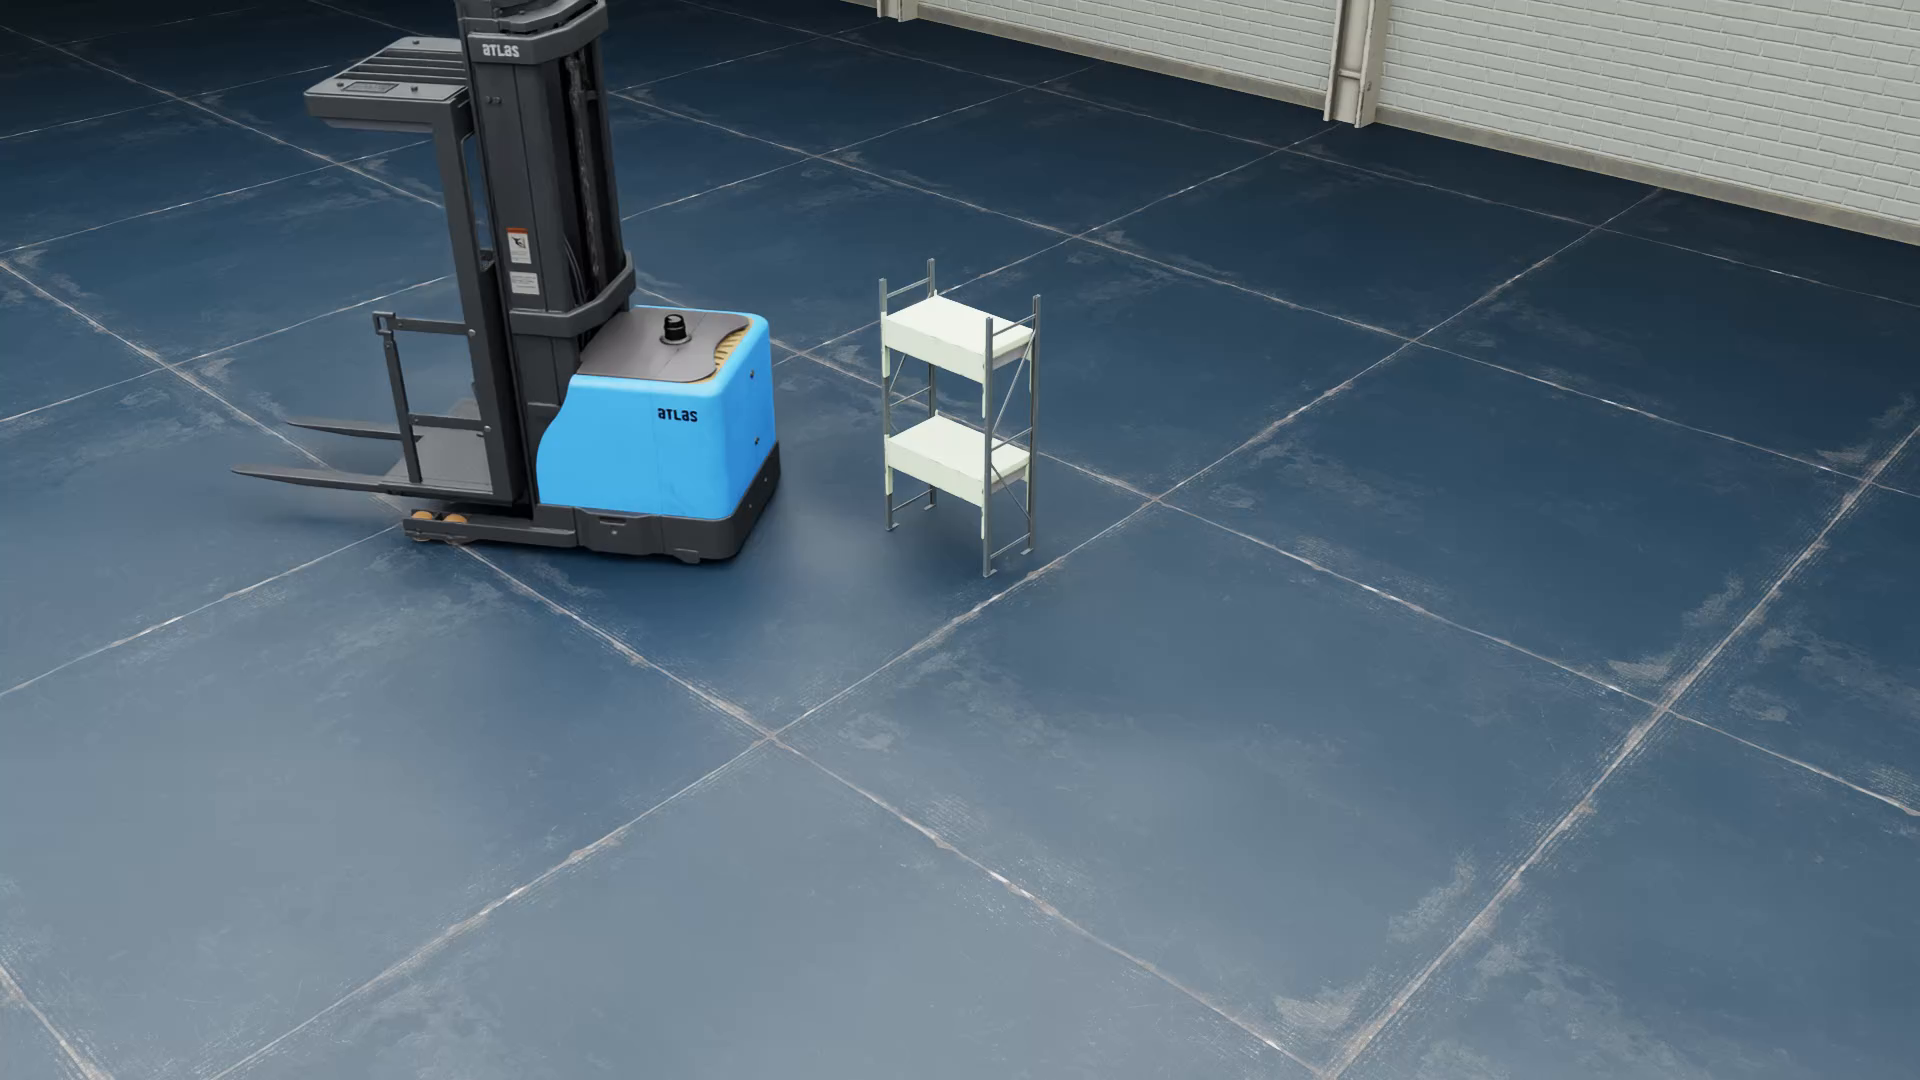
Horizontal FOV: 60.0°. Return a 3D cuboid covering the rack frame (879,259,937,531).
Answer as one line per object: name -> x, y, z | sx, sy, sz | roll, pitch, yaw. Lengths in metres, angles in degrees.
rack frame -> -0.276, -0.772, 9.077 | 0.023, 1.500, 0.400 | 25, 39, 35

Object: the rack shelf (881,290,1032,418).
rack shelf -> -0.005, -0.979, 8.666 | 0.720, 0.370, 0.431 | 25, 39, 35

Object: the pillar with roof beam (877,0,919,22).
pillar with roof beam -> -3.609, -8.304, 14.319 | 0.400, 9.000, 9.100 | 25, 39, 35

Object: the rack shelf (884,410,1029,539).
rack shelf -> -0.005, -0.366, 9.035 | 0.720, 0.370, 0.431 | 25, 39, 35

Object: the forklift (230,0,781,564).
forklift -> -2.617, -1.489, 8.882 | 3.031, 2.935, 1.130 | 5, 31, 9

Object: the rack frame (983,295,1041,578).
rack frame -> 0.266, -0.518, 8.657 | 0.023, 1.500, 0.400 | 25, 39, 35

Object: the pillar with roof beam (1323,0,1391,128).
pillar with roof beam -> 0.840, -6.227, 10.869 | 0.400, 9.000, 9.100 | 25, 39, 35

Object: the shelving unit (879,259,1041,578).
shelving unit -> -0.005, -0.645, 8.867 | 0.755, 1.500, 0.431 | 25, 39, 35
